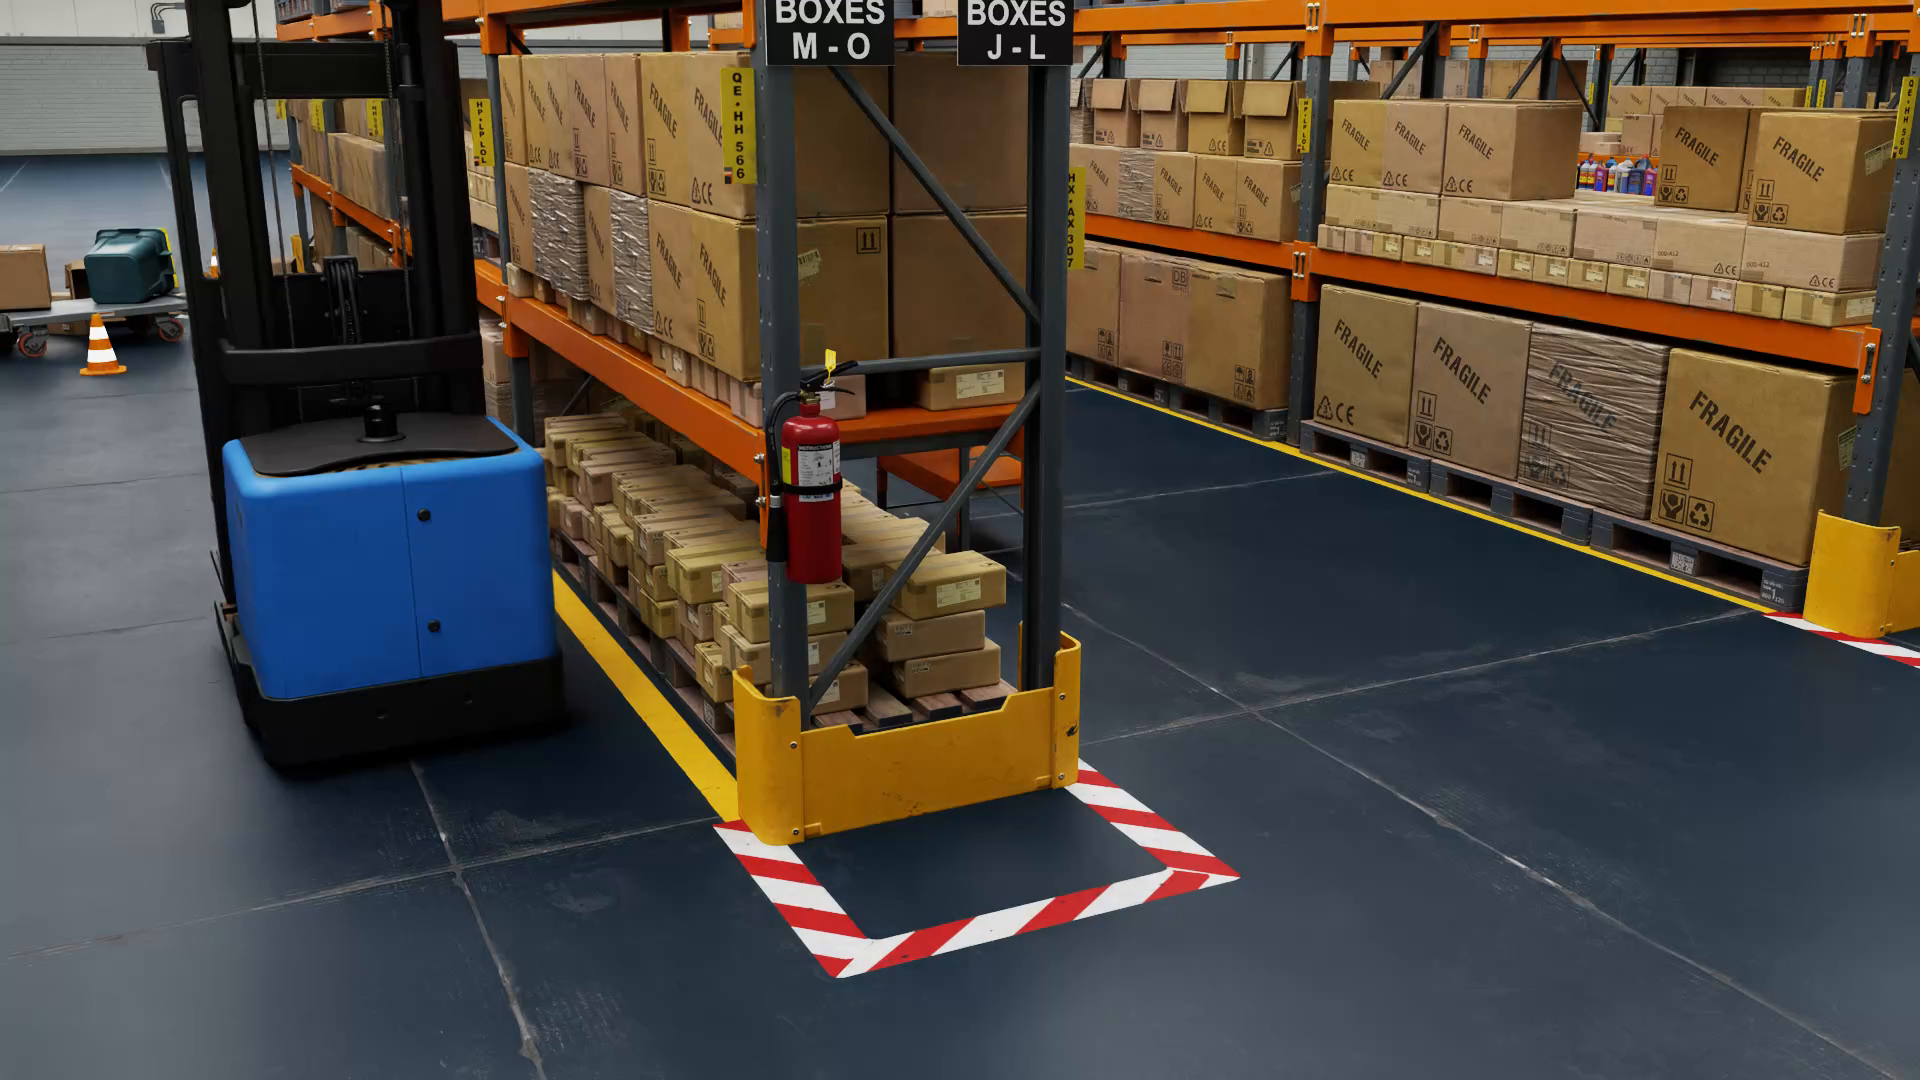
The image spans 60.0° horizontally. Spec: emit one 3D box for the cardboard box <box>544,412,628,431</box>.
[{"bbox_3d":[-1.919,-0.548,8.550,0.380,0.149,0.250,-7,17,-23],"label":"cardboard box"}]

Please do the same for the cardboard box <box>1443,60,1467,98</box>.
[{"bbox_3d":[7.161,-6.449,23.252,0.700,0.500,0.500,-8,18,-25],"label":"cardboard box"}]

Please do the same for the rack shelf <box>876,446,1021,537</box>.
[{"bbox_3d":[0.003,-0.304,8.657,0.538,0.278,1.000,-8,18,-25],"label":"rack shelf"}]

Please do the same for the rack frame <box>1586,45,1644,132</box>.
[{"bbox_3d":[10.720,-6.886,27.309,1.000,3.000,0.127,-8,18,-25],"label":"rack frame"}]

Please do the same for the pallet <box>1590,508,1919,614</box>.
[{"bbox_3d":[3.951,0.029,8.269,1.003,0.211,1.213,-8,18,-25],"label":"pallet"}]

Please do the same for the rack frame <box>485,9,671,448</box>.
[{"bbox_3d":[-1.884,-1.541,8.681,1.000,3.000,0.127,-8,18,-25],"label":"rack frame"}]

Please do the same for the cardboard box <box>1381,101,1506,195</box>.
[{"bbox_3d":[2.808,-2.274,9.608,0.500,0.500,0.500,-8,18,-25],"label":"cardboard box"}]

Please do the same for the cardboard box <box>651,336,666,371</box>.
[{"bbox_3d":[-0.949,-0.731,6.314,0.380,0.149,0.250,-9,18,-27],"label":"cardboard box"}]

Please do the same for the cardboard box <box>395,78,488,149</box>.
[{"bbox_3d":[-3.824,-3.174,12.378,0.700,0.500,0.500,-8,18,-25],"label":"cardboard box"}]

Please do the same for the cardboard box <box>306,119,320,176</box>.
[{"bbox_3d":[-6.276,-4.087,17.284,0.875,0.550,0.500,-8,18,-25],"label":"cardboard box"}]

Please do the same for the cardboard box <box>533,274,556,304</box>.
[{"bbox_3d":[-1.874,-1.255,8.141,0.380,0.149,0.250,-7,17,-23],"label":"cardboard box"}]

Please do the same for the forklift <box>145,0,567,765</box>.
[{"bbox_3d":[-2.609,-0.985,6.871,1.130,2.935,3.031,-8,18,-26],"label":"forklift"}]

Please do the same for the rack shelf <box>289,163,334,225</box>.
[{"bbox_3d":[-6.265,-3.674,17.421,1.077,0.370,4.000,-8,18,-25],"label":"rack shelf"}]

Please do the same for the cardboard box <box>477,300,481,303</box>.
[{"bbox_3d":[-3.125,-1.443,10.752,0.500,0.250,0.500,-8,18,-24],"label":"cardboard box"}]

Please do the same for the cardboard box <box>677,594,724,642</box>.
[{"bbox_3d":[-0.849,0.252,6.303,0.380,0.149,0.250,-8,18,-27],"label":"cardboard box"}]

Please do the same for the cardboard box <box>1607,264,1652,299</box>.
[{"bbox_3d":[3.470,-1.304,8.312,0.380,0.149,0.250,-8,18,-26],"label":"cardboard box"}]

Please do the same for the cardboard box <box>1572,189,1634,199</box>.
[{"bbox_3d":[3.501,-1.853,9.504,0.500,0.250,0.500,-7,18,-24],"label":"cardboard box"}]

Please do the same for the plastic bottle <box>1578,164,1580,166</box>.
[{"bbox_3d":[5.914,-3.530,15.975,0.097,0.201,0.097,0,16,0],"label":"plastic bottle"}]

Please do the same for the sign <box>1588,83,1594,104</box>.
[{"bbox_3d":[10.232,-7.237,26.961,0.100,0.325,0.005,-8,18,-25],"label":"sign"}]

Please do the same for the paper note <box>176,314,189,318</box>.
[{"bbox_3d":[-7.629,-2.209,16.407,0.172,0.023,0.155,-2,16,-6],"label":"paper note"}]

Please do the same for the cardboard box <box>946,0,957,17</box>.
[{"bbox_3d":[0.208,-4.686,14.476,0.500,0.250,0.500,-8,18,-25],"label":"cardboard box"}]

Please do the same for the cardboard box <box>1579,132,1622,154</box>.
[{"bbox_3d":[8.276,-5.106,21.377,0.500,0.250,0.500,-6,17,-21],"label":"cardboard box"}]

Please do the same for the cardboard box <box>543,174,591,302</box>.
[{"bbox_3d":[-1.482,-1.327,7.217,0.500,0.500,0.500,-8,18,-26],"label":"cardboard box"}]

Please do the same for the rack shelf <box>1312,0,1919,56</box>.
[{"bbox_3d":[3.495,-2.715,8.640,1.077,0.370,4.000,-8,18,-25],"label":"rack shelf"}]

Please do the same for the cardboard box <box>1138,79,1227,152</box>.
[{"bbox_3d":[1.755,-3.126,12.207,0.797,0.503,0.637,-7,17,-23],"label":"cardboard box"}]

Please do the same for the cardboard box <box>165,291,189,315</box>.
[{"bbox_3d":[-7.798,-2.414,16.680,0.396,0.266,0.258,-5,17,-15],"label":"cardboard box"}]

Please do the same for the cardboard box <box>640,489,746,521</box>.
[{"bbox_3d":[-1.118,-0.096,6.974,0.380,0.149,0.250,-8,18,-27],"label":"cardboard box"}]

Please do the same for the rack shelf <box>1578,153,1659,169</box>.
[{"bbox_3d":[8.897,-4.453,20.134,1.077,0.370,4.000,-8,18,-25],"label":"rack shelf"}]

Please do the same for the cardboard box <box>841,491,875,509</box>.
[{"bbox_3d":[-0.576,-0.090,6.956,0.380,0.149,0.250,-7,17,-23],"label":"cardboard box"}]

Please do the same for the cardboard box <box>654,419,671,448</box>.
[{"bbox_3d":[-1.347,-0.543,8.533,0.380,0.149,0.250,-7,18,-24],"label":"cardboard box"}]

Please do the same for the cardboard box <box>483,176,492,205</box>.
[{"bbox_3d":[-2.459,-1.967,9.320,0.380,0.149,0.250,-7,17,-22],"label":"cardboard box"}]

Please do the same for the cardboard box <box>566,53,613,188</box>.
[{"bbox_3d":[-1.248,-1.688,6.662,0.500,0.500,0.500,-8,18,-27],"label":"cardboard box"}]

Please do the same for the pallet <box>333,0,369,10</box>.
[{"bbox_3d":[-3.966,-4.037,12.284,1.213,0.211,1.003,-7,17,-22],"label":"pallet"}]

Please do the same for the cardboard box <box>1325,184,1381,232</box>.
[{"bbox_3d":[2.589,-2.038,10.146,0.500,0.250,0.500,-8,18,-26],"label":"cardboard box"}]

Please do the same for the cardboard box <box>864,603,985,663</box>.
[{"bbox_3d":[-0.131,0.316,6.080,0.380,0.149,0.250,-7,17,-23],"label":"cardboard box"}]

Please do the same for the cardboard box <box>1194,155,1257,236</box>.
[{"bbox_3d":[1.958,-2.369,11.388,0.500,0.500,0.500,-7,17,-23],"label":"cardboard box"}]

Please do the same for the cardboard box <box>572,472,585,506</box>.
[{"bbox_3d":[-1.682,-0.279,8.151,0.380,0.149,0.250,-8,18,-25],"label":"cardboard box"}]

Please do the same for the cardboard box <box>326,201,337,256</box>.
[{"bbox_3d":[-6.000,-3.092,17.179,0.875,0.875,0.875,-8,18,-25],"label":"cardboard box"}]

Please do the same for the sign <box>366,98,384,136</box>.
[{"bbox_3d":[-4.134,-3.021,11.741,0.100,0.325,0.005,-8,18,-25],"label":"sign"}]

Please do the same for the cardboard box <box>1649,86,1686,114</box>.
[{"bbox_3d":[11.087,-6.777,25.804,0.500,0.500,0.500,-8,18,-27],"label":"cardboard box"}]

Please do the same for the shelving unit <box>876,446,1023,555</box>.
[{"bbox_3d":[0.003,-0.539,8.590,0.538,1.125,1.048,-8,18,-25],"label":"shelving unit"}]

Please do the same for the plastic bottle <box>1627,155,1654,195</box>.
[{"bbox_3d":[5.892,-3.151,14.383,0.144,0.351,0.185,-8,18,-25],"label":"plastic bottle"}]

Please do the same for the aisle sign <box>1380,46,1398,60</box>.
[{"bbox_3d":[6.504,-7.588,25.041,0.394,0.787,0.004,-8,18,-25],"label":"aisle sign"}]

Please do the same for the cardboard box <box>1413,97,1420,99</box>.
[{"bbox_3d":[6.700,-6.267,23.795,0.380,0.149,0.250,-8,18,-27],"label":"cardboard box"}]

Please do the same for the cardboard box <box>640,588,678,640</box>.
[{"bbox_3d":[-1.080,0.272,6.773,0.380,0.149,0.250,-9,18,-27],"label":"cardboard box"}]

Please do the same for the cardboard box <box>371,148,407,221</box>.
[{"bbox_3d":[-4.075,-2.660,12.400,0.500,0.500,0.500,-8,18,-25],"label":"cardboard box"}]

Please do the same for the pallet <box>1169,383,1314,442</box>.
[{"bbox_3d":[2.213,-0.957,11.702,1.003,0.211,1.213,-8,18,-25],"label":"pallet"}]

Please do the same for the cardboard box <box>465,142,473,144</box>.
[{"bbox_3d":[-2.806,-2.307,9.967,0.380,0.149,0.250,-9,18,-27],"label":"cardboard box"}]

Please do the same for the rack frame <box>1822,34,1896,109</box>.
[{"bbox_3d":[9.773,-4.303,18.307,1.000,3.000,0.127,-8,18,-25],"label":"rack frame"}]

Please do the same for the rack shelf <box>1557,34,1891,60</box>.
[{"bbox_3d":[8.897,-5.895,19.721,1.077,0.370,4.000,-8,18,-25],"label":"rack shelf"}]

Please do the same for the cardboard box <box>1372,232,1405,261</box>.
[{"bbox_3d":[2.680,-1.750,9.867,0.380,0.149,0.250,-7,17,-23],"label":"cardboard box"}]

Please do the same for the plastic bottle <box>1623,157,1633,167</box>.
[{"bbox_3d":[6.185,-3.410,15.429,0.097,0.271,0.097,0,16,0],"label":"plastic bottle"}]

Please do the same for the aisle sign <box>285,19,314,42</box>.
[{"bbox_3d":[-7.442,-5.747,18.626,0.394,0.787,0.004,-8,18,-25],"label":"aisle sign"}]
